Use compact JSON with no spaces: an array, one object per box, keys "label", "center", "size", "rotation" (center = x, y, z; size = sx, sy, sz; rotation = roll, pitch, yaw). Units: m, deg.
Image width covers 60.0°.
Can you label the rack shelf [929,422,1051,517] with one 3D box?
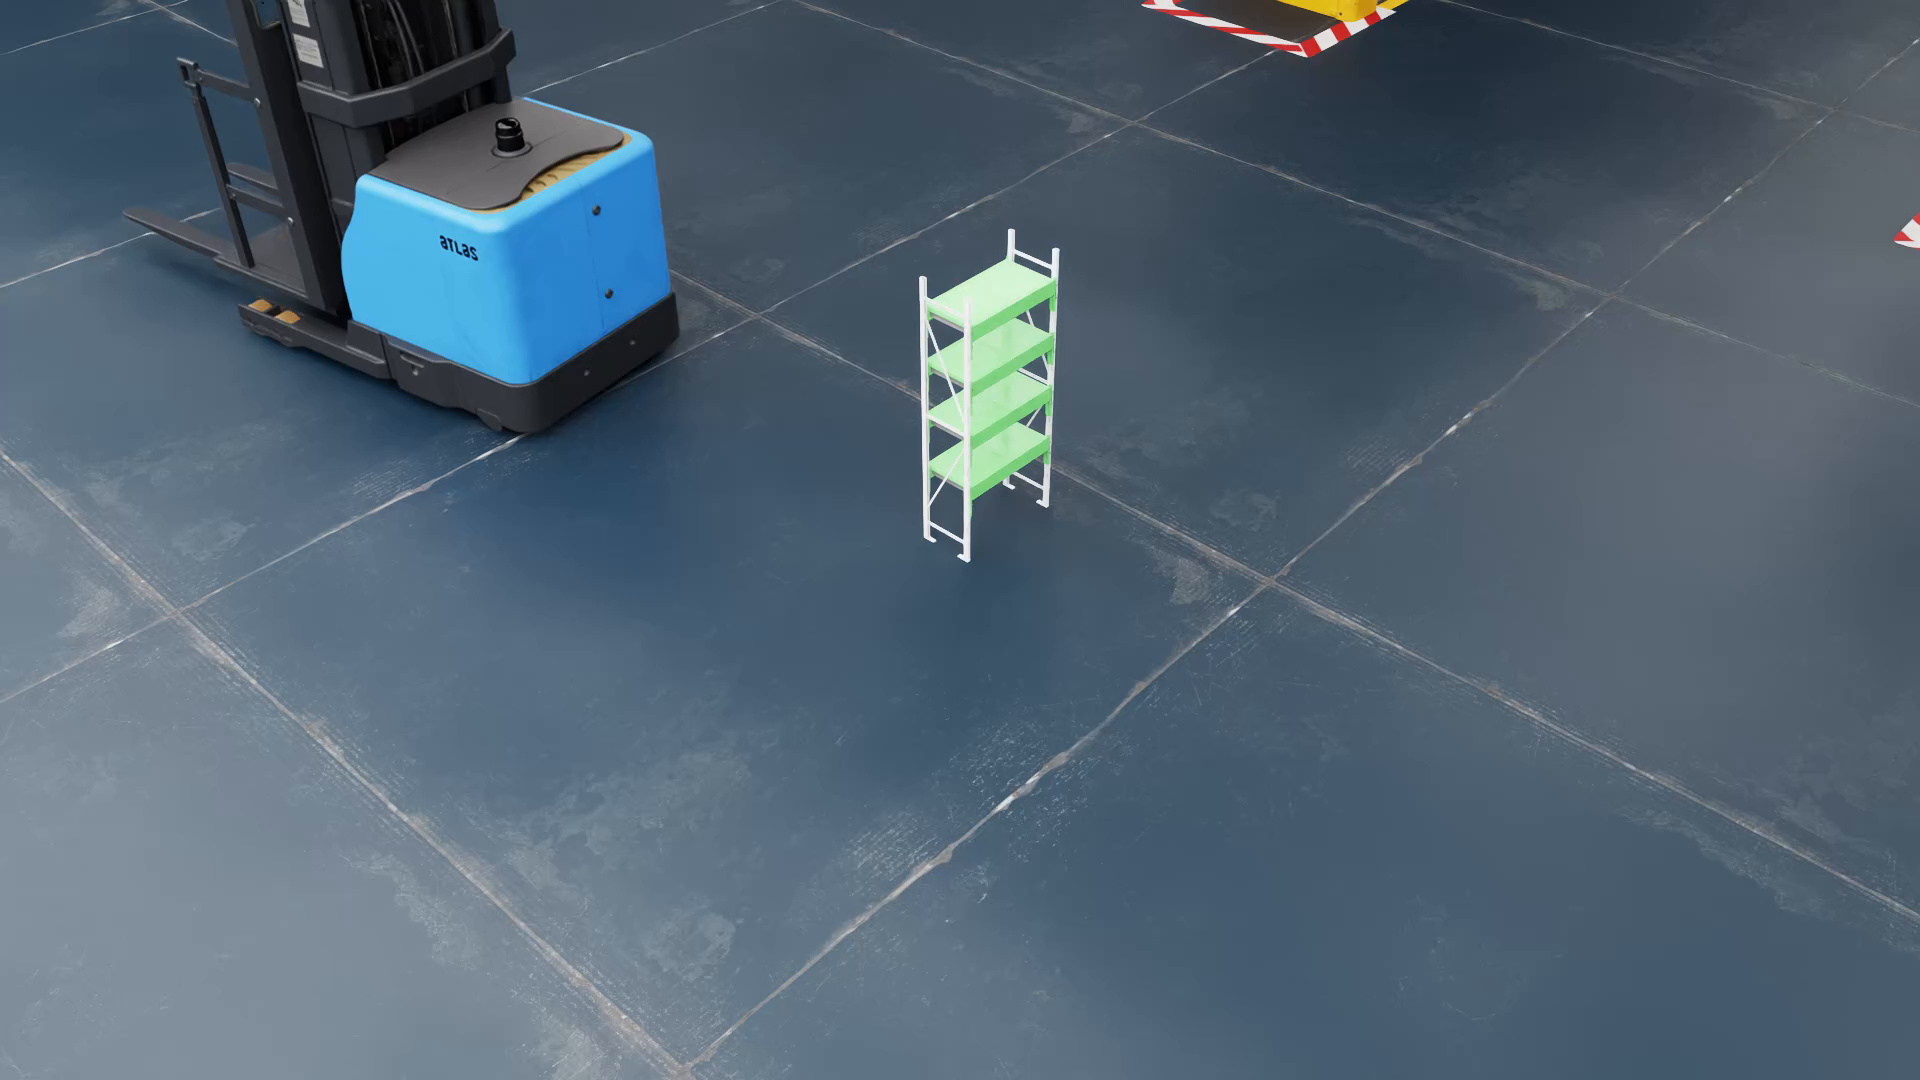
[{"label":"rack shelf","center":[0.112,-0.308,6.661],"size":[0.258,0.148,0.480],"rotation":[30,47,32]}]

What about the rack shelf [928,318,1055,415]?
[{"label":"rack shelf","center":[0.112,-0.684,6.363],"size":[0.258,0.148,0.480],"rotation":[30,47,32]}]

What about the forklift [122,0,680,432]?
[{"label":"forklift","center":[-2.839,-2.318,7.310],"size":[3.031,2.935,1.130],"rotation":[22,43,25]}]

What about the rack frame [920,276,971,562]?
[{"label":"rack frame","center":[-0.053,-0.434,6.331],"size":[0.240,1.200,0.015],"rotation":[30,47,32]}]

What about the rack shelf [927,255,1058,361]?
[{"label":"rack shelf","center":[0.112,-0.871,6.213],"size":[0.258,0.148,0.480],"rotation":[30,47,32]}]

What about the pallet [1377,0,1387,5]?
[{"label":"pallet","center":[2.871,-4.205,11.868],"size":[1.003,0.211,1.213],"rotation":[30,47,32]}]

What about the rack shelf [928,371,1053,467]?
[{"label":"rack shelf","center":[0.112,-0.496,6.512],"size":[0.258,0.148,0.480],"rotation":[30,47,32]}]

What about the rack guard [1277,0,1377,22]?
[{"label":"rack guard","center":[2.296,-3.959,11.327],"size":[1.175,0.500,0.348],"rotation":[30,47,32]}]

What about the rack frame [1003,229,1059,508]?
[{"label":"rack frame","center":[0.276,-0.658,6.613],"size":[0.240,1.200,0.015],"rotation":[30,47,32]}]

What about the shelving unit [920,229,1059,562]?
[{"label":"shelving unit","center":[0.112,-0.546,6.472],"size":[0.258,1.200,0.503],"rotation":[30,47,32]}]
